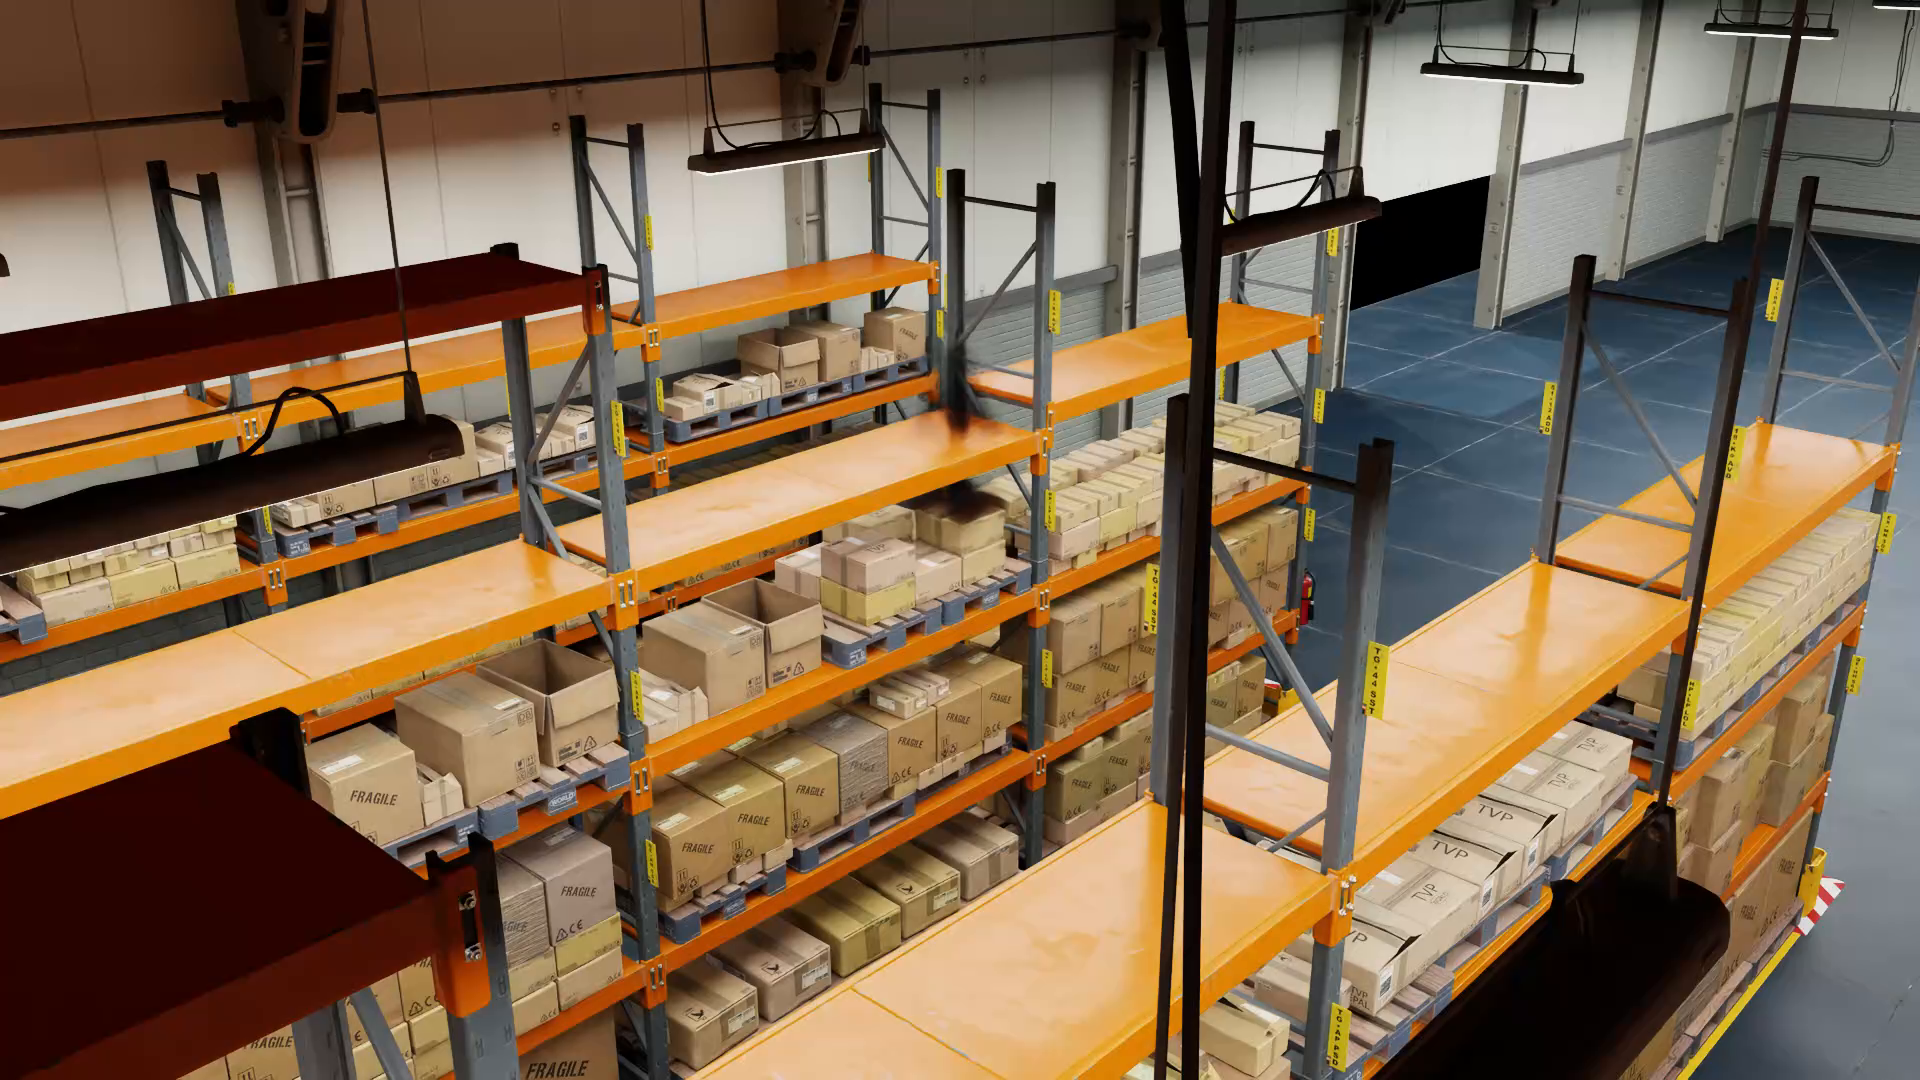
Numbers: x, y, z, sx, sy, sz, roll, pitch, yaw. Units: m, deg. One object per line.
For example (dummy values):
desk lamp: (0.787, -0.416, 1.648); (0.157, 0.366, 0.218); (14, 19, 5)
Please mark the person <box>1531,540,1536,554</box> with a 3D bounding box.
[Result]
person: (6.275, 0.818, 17.730); (0.735, 1.596, 0.874); (-4, 22, -11)
